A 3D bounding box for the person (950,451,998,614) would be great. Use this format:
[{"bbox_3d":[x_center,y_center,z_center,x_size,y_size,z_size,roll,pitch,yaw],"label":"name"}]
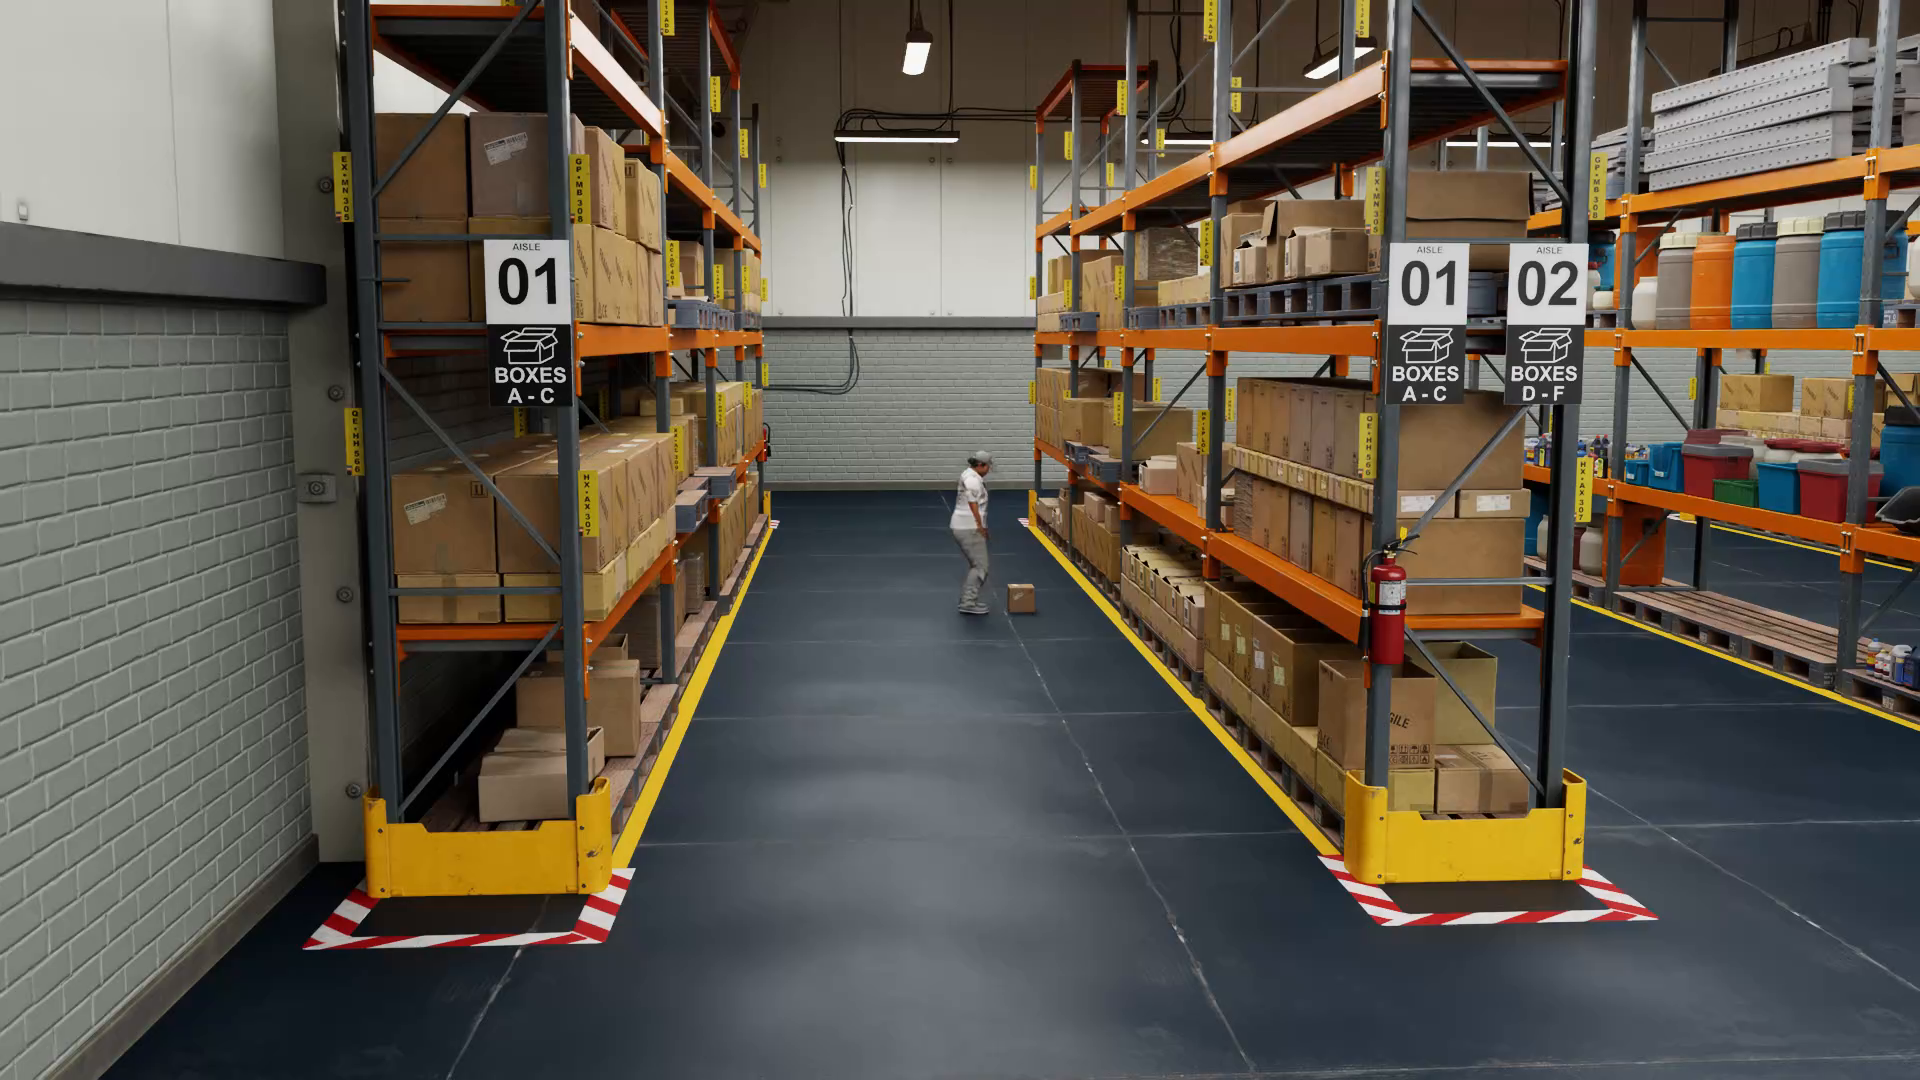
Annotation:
[{"bbox_3d":[0.137,-0.085,16.681,0.479,1.620,0.496,0,7,-2],"label":"person"}]
